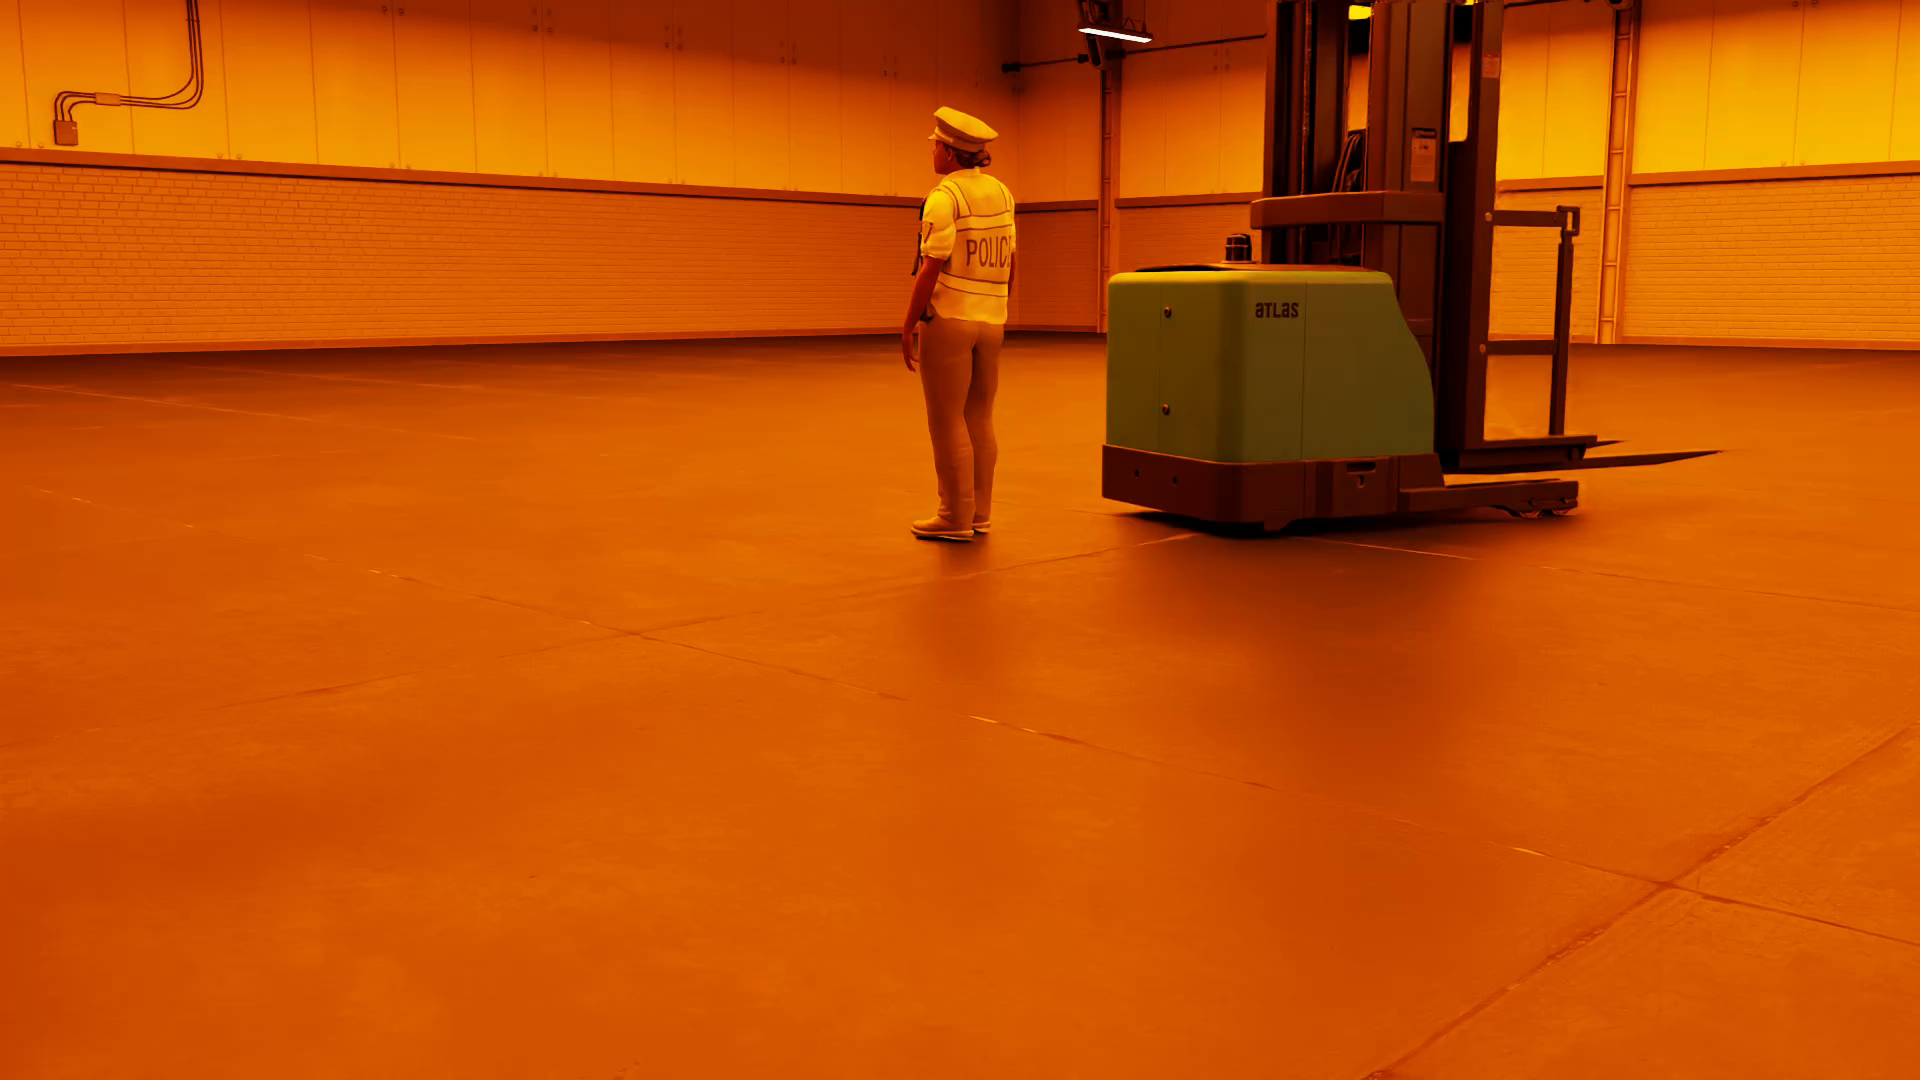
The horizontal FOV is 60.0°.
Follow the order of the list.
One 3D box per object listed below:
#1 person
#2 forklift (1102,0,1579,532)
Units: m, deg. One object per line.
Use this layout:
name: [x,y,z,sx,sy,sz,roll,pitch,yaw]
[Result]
person: [0.003,-0.880,6.598,0.394,1.628,0.510,8,12,43]
forklift: [2.197,-1.608,7.552,3.031,2.935,1.130,-4,9,-26]
